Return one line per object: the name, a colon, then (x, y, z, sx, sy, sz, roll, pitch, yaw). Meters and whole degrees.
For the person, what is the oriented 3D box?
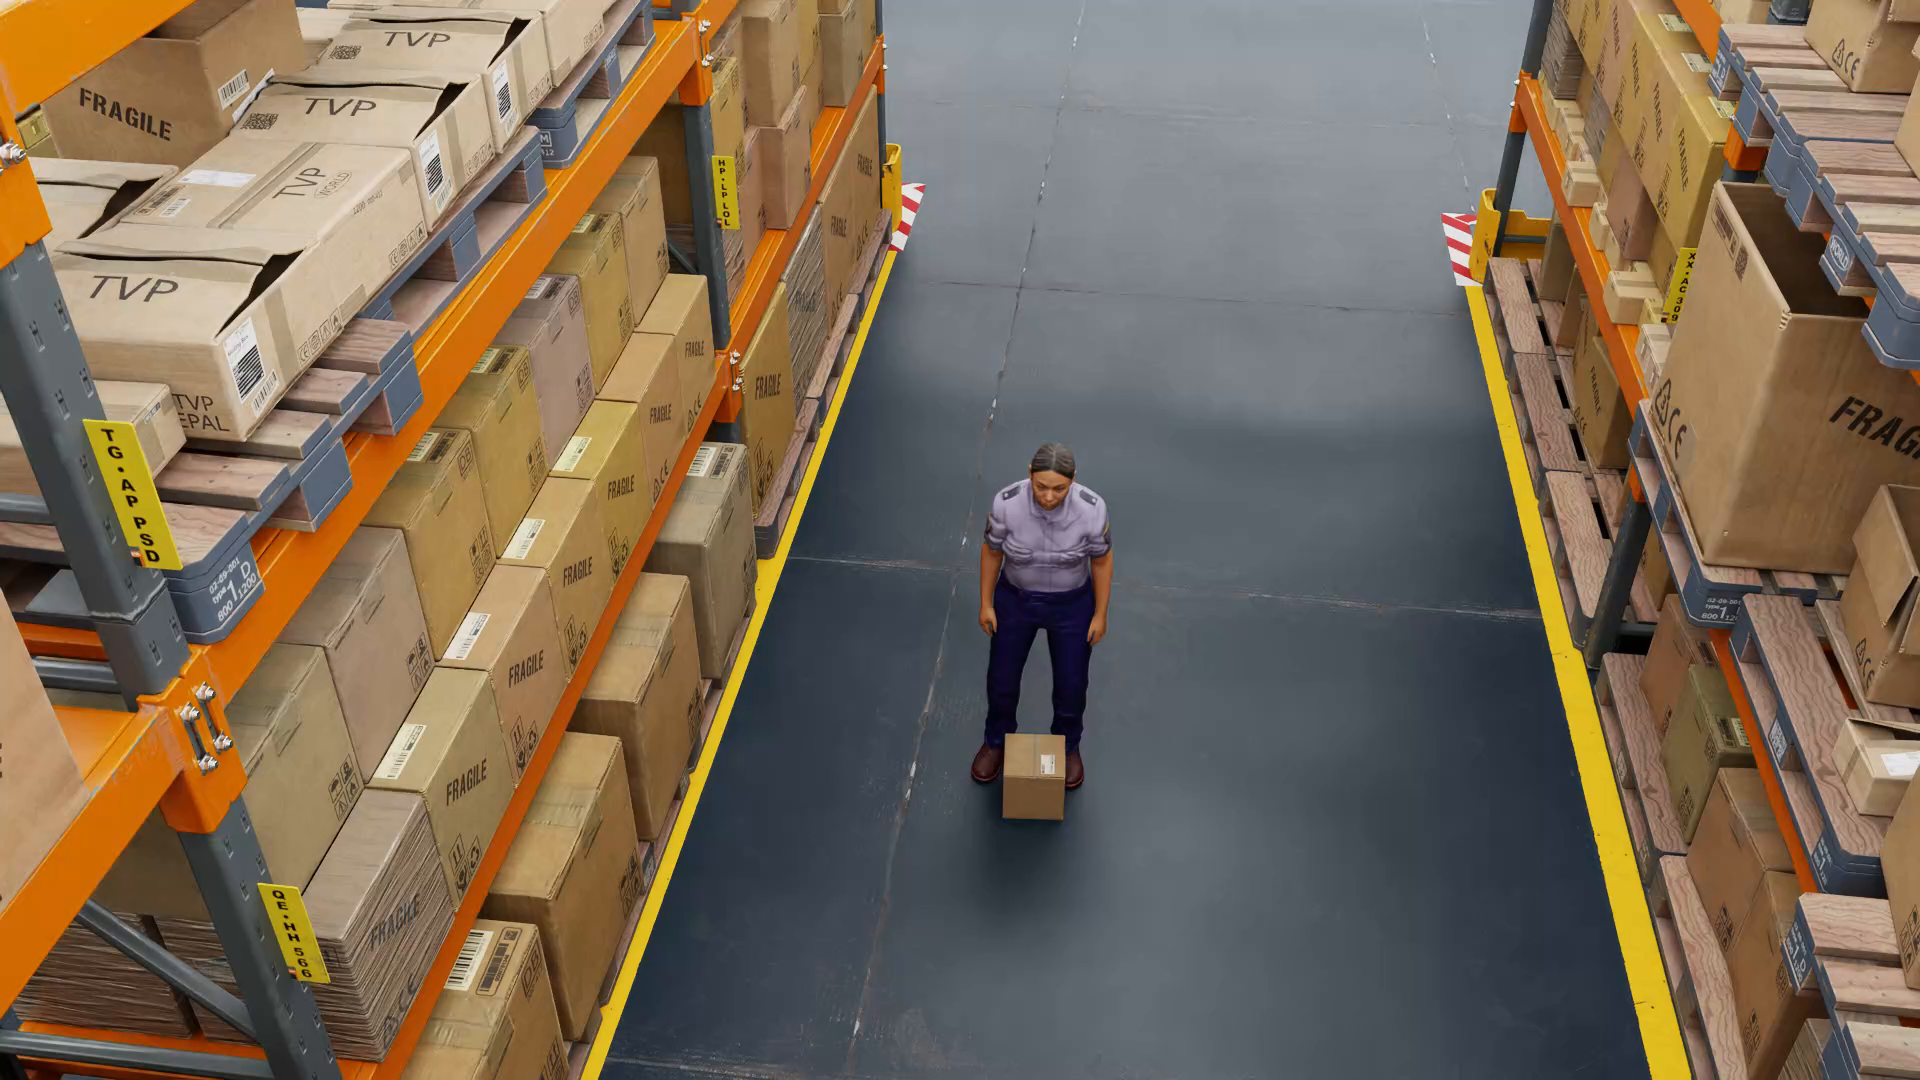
person: (0.329, 0.278, 6.669, 0.542, 1.648, 0.368, 4, 37, 6)
